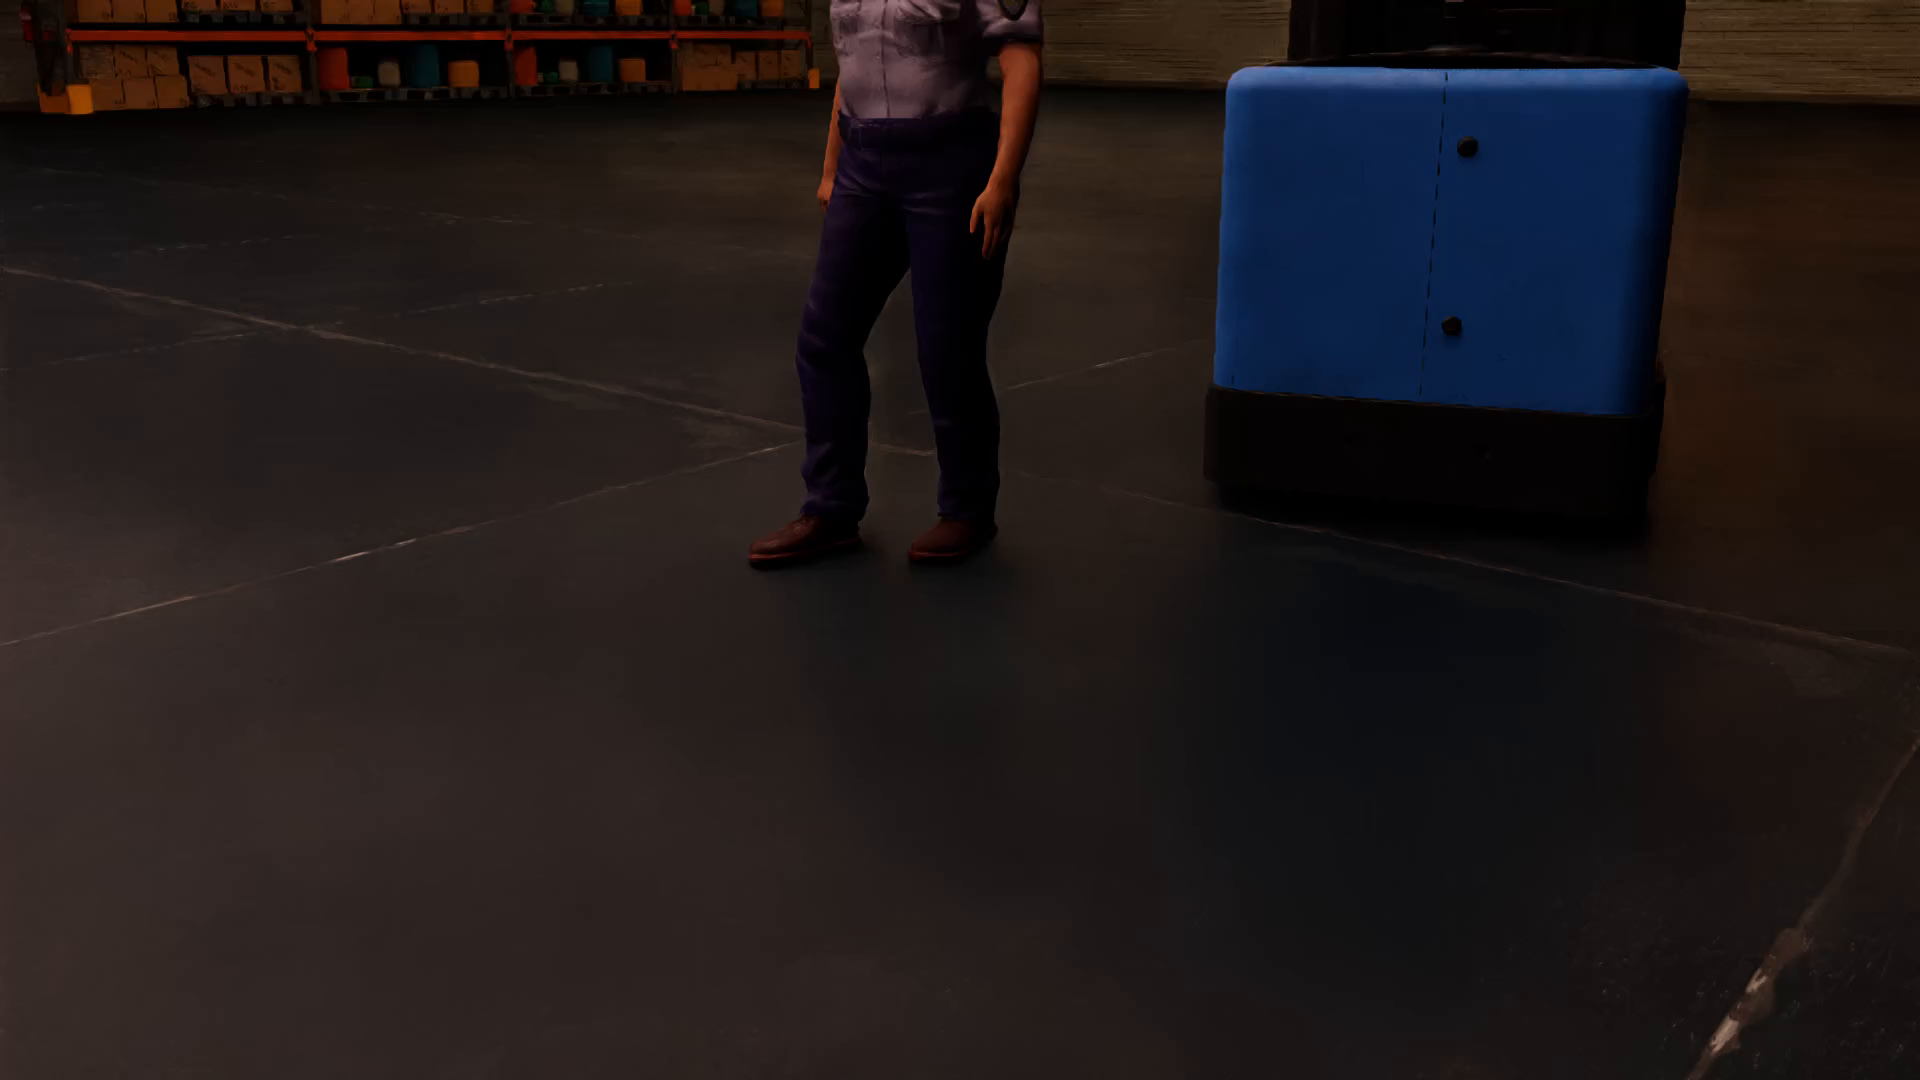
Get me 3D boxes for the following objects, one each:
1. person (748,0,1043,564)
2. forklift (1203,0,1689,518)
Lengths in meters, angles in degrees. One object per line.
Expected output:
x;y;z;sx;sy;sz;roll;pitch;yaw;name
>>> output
-0.133;-0.737;3.582;0.618;1.624;0.544;12;20;34;person
1.591;-1.840;4.958;1.130;2.935;3.031;6;18;19;forklift
